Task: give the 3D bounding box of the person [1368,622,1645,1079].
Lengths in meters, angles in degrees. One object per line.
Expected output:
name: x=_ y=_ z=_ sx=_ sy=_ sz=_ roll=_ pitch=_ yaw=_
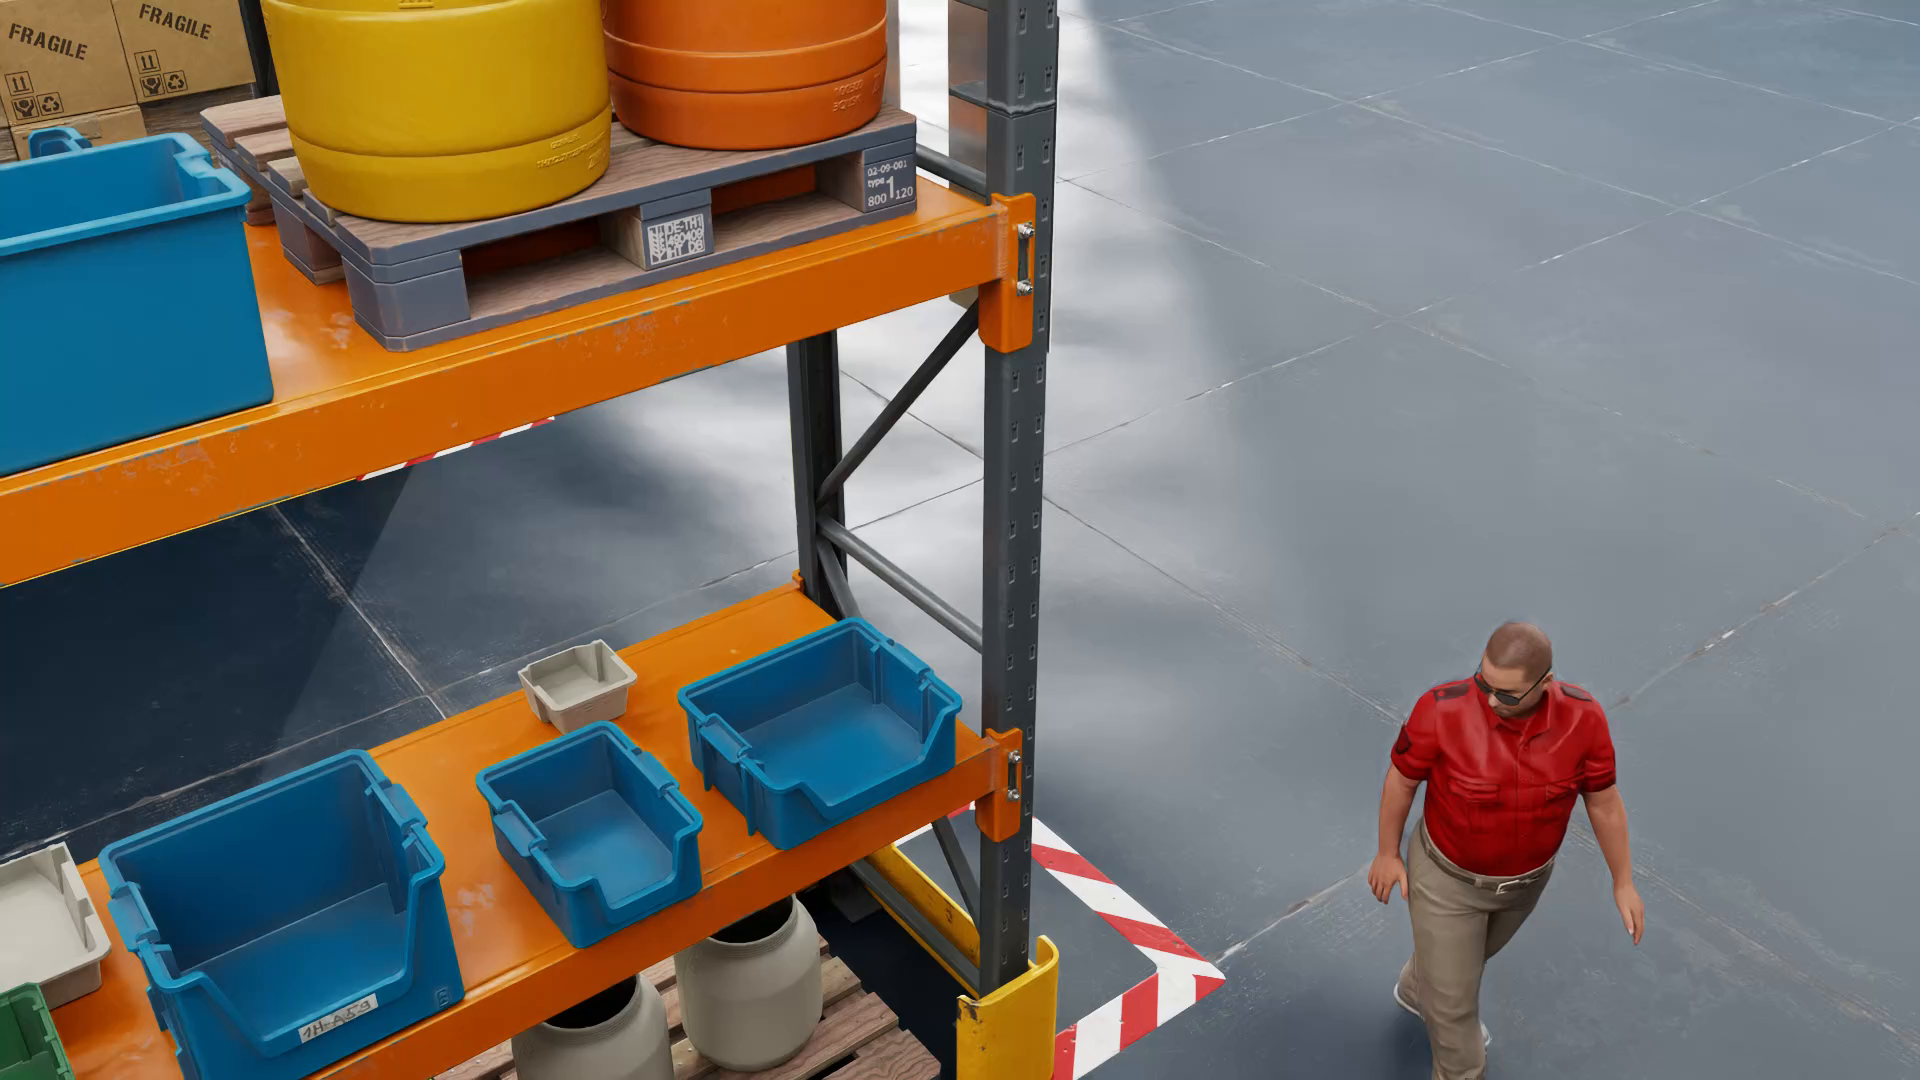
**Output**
person: x=1.531 y=0.958 z=4.598 sx=0.656 sy=1.699 sz=0.817 roll=-7 pitch=33 yaw=-11
